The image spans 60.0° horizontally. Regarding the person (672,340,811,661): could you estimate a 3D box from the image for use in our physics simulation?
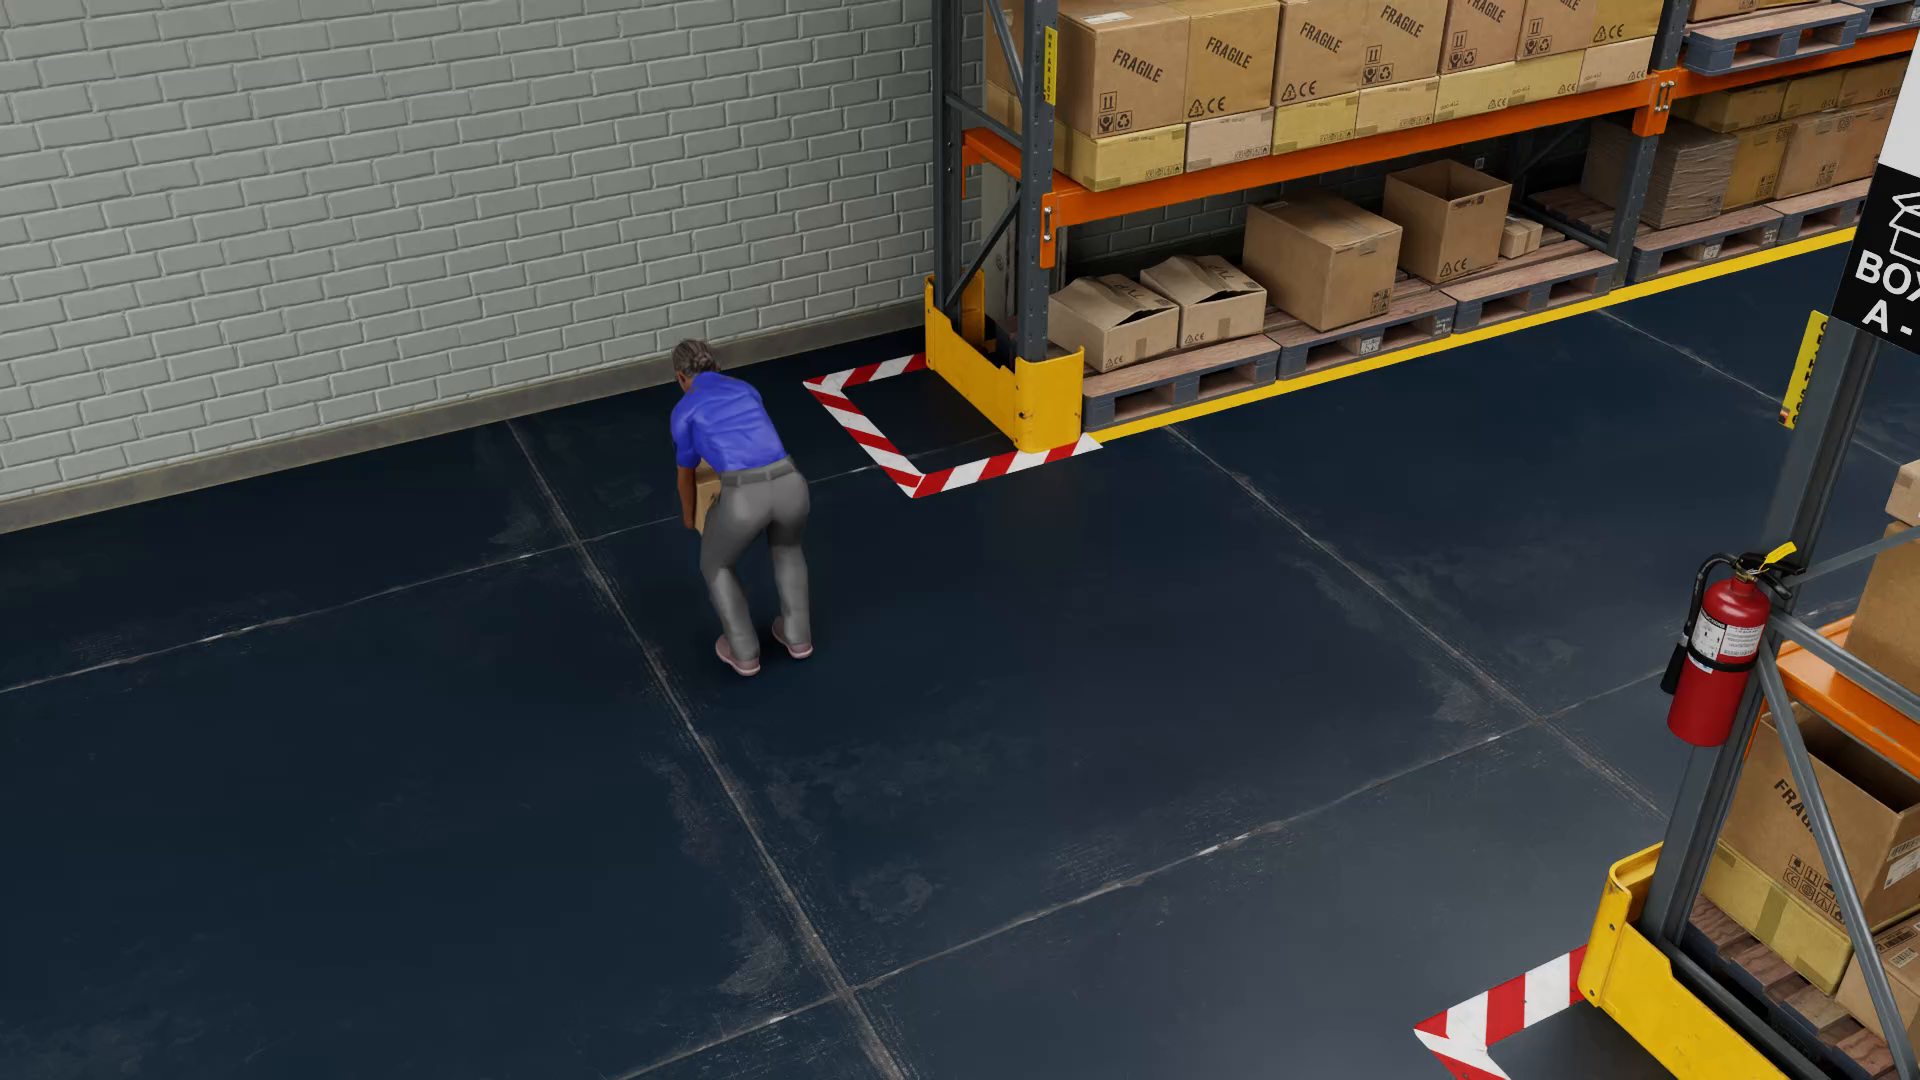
[{"bbox_3d":[-0.901,-0.162,6.728,0.429,1.147,0.824,-17,37,-25],"label":"person"}]
